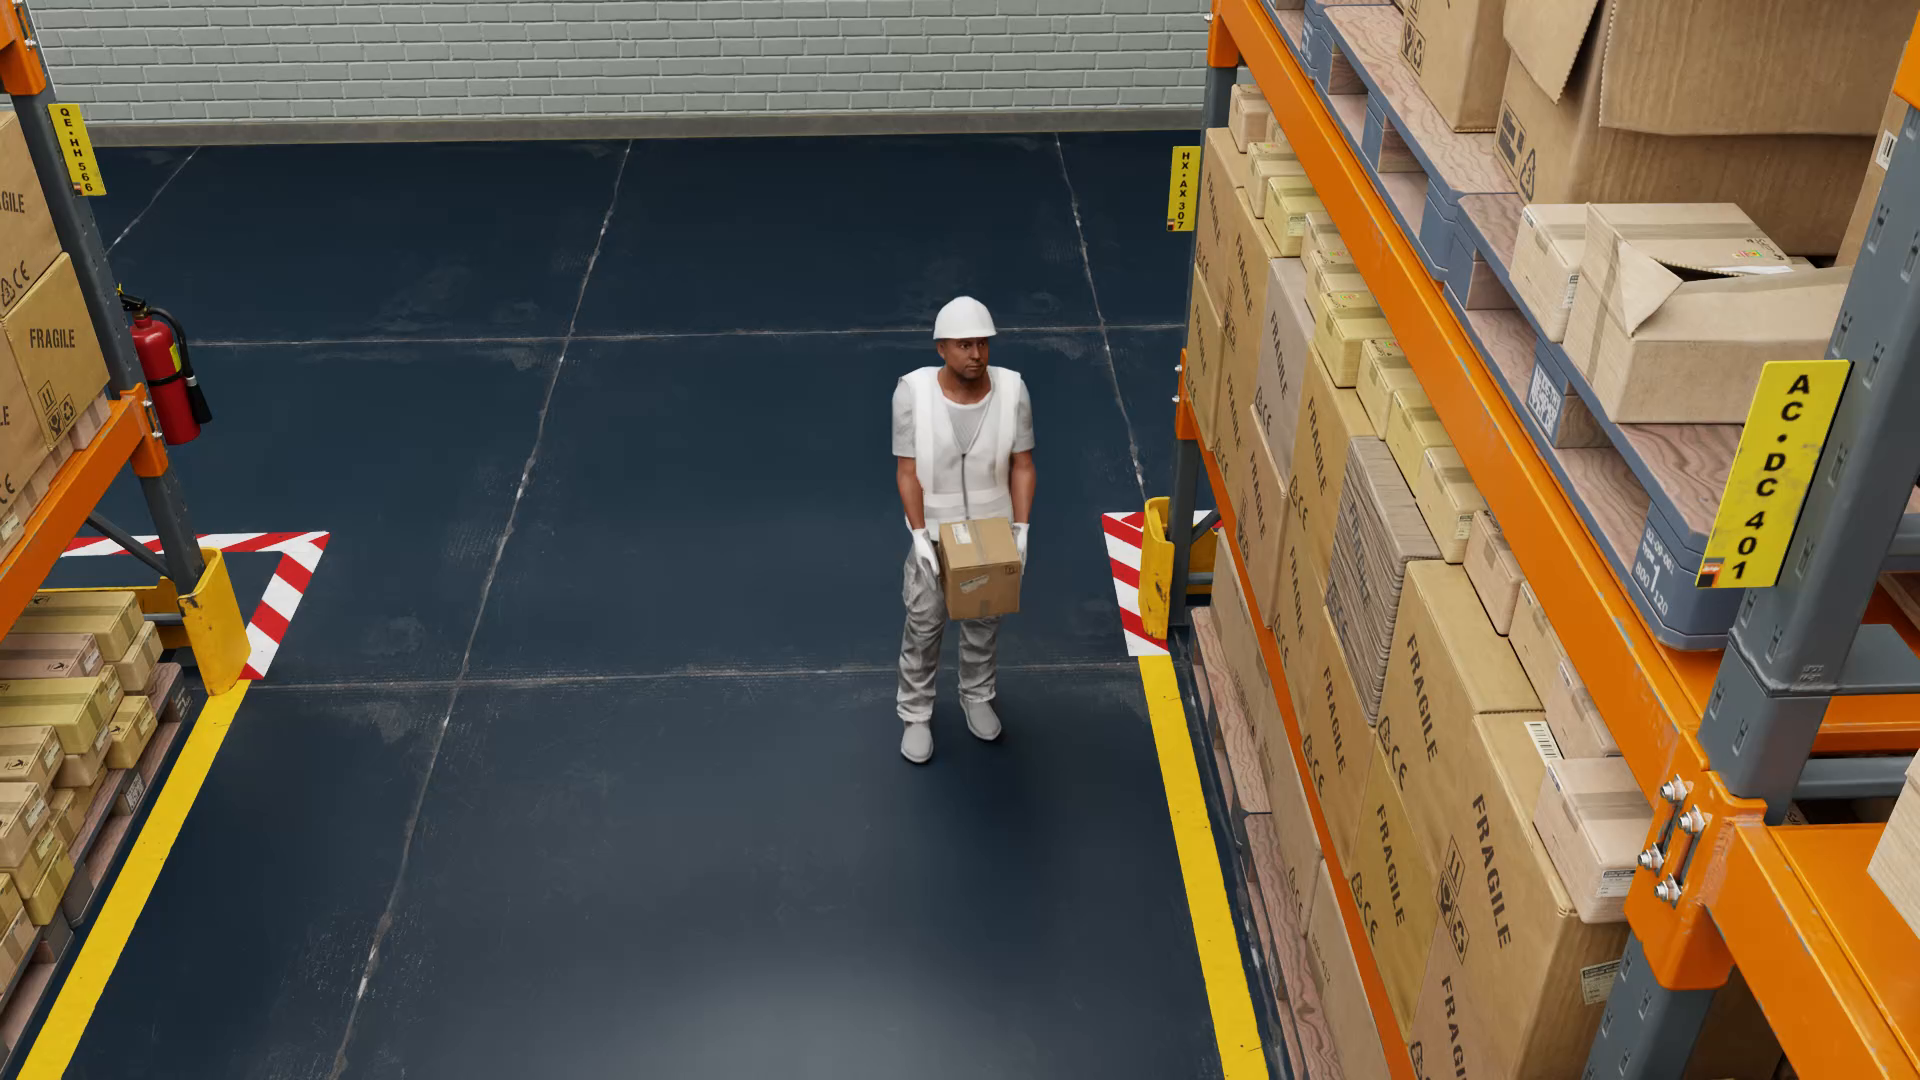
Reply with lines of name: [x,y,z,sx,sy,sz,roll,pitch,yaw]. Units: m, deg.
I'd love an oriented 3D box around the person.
person: [0.010,-0.016,6.142,0.579,1.784,0.555,-6,35,-8]
